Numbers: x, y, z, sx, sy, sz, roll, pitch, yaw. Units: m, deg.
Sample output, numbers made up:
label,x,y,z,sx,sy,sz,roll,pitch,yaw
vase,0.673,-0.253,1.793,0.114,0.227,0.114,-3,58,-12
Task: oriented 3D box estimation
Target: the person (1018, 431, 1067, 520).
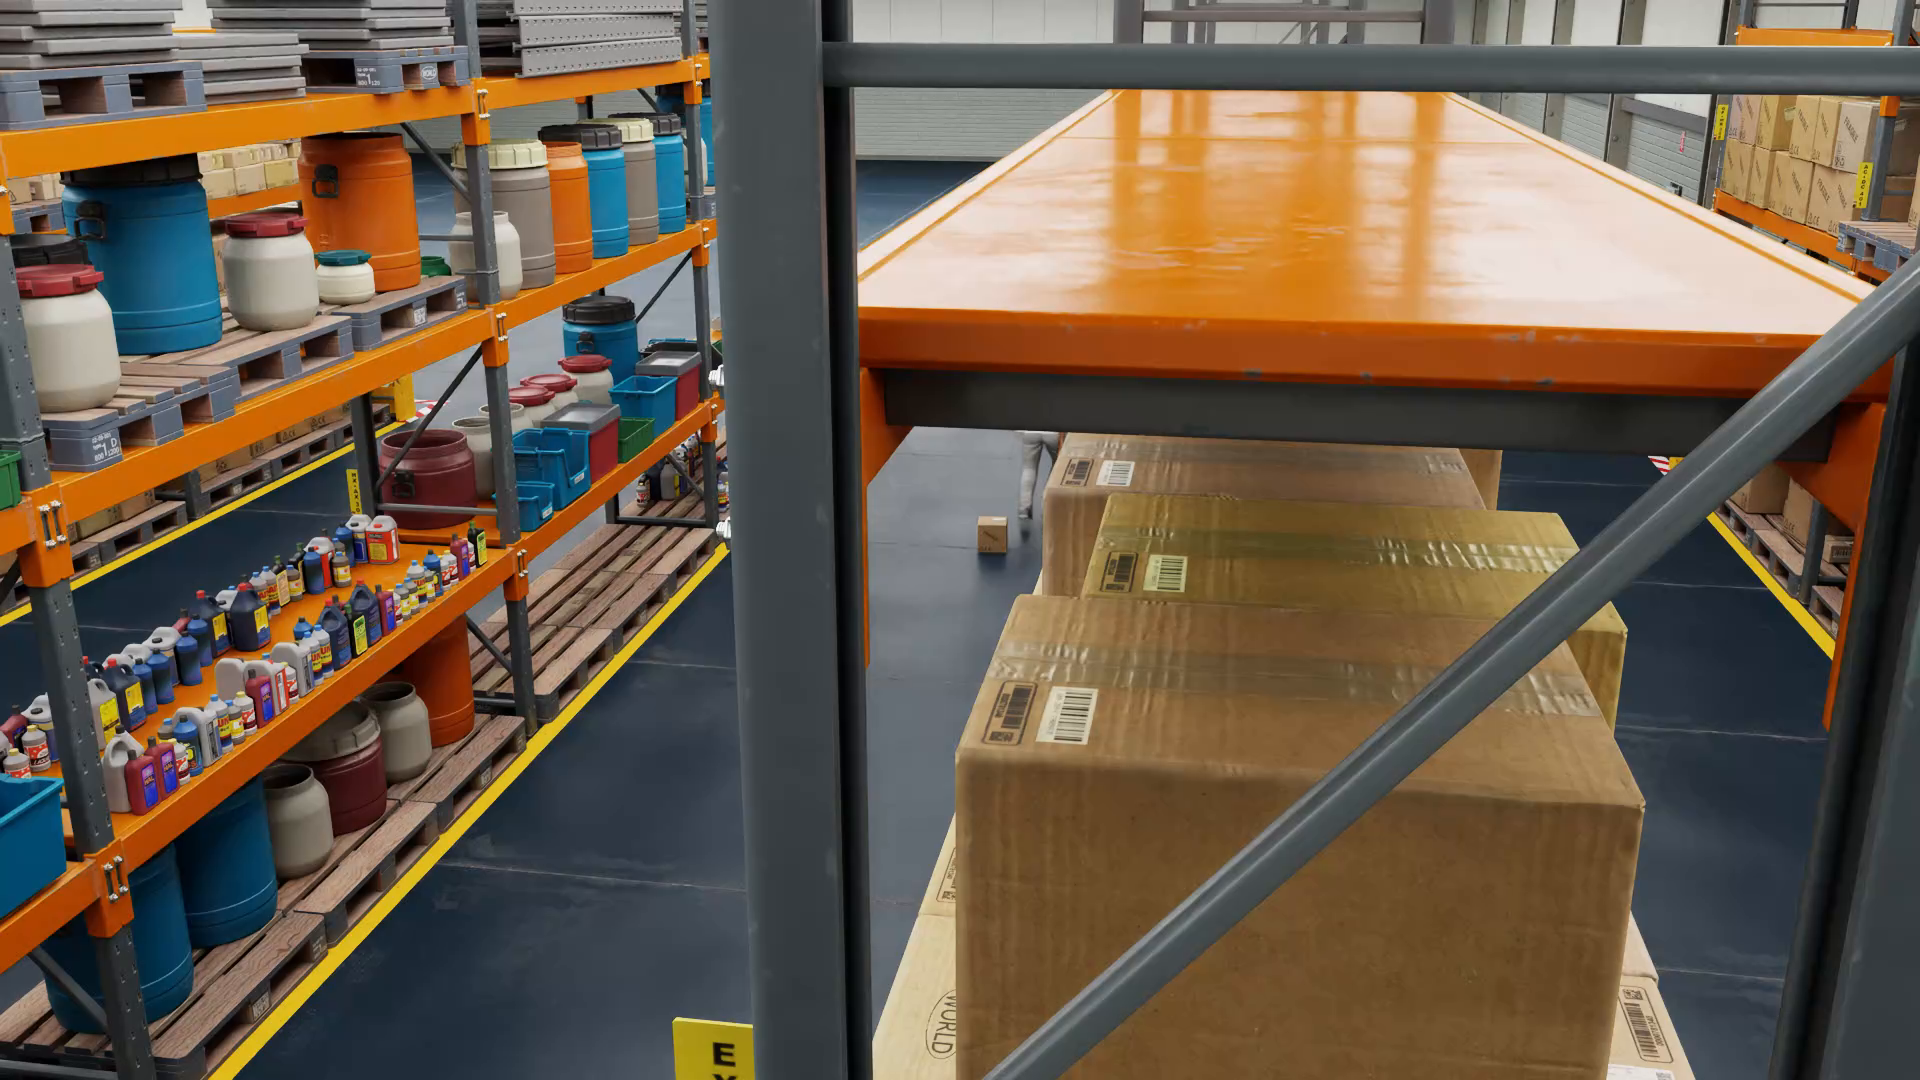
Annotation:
label,x,y,z,sx,sy,sz,roll,pitch,yaw
person,0.757,-0.995,15.101,0.485,1.614,1.013,3,18,10
